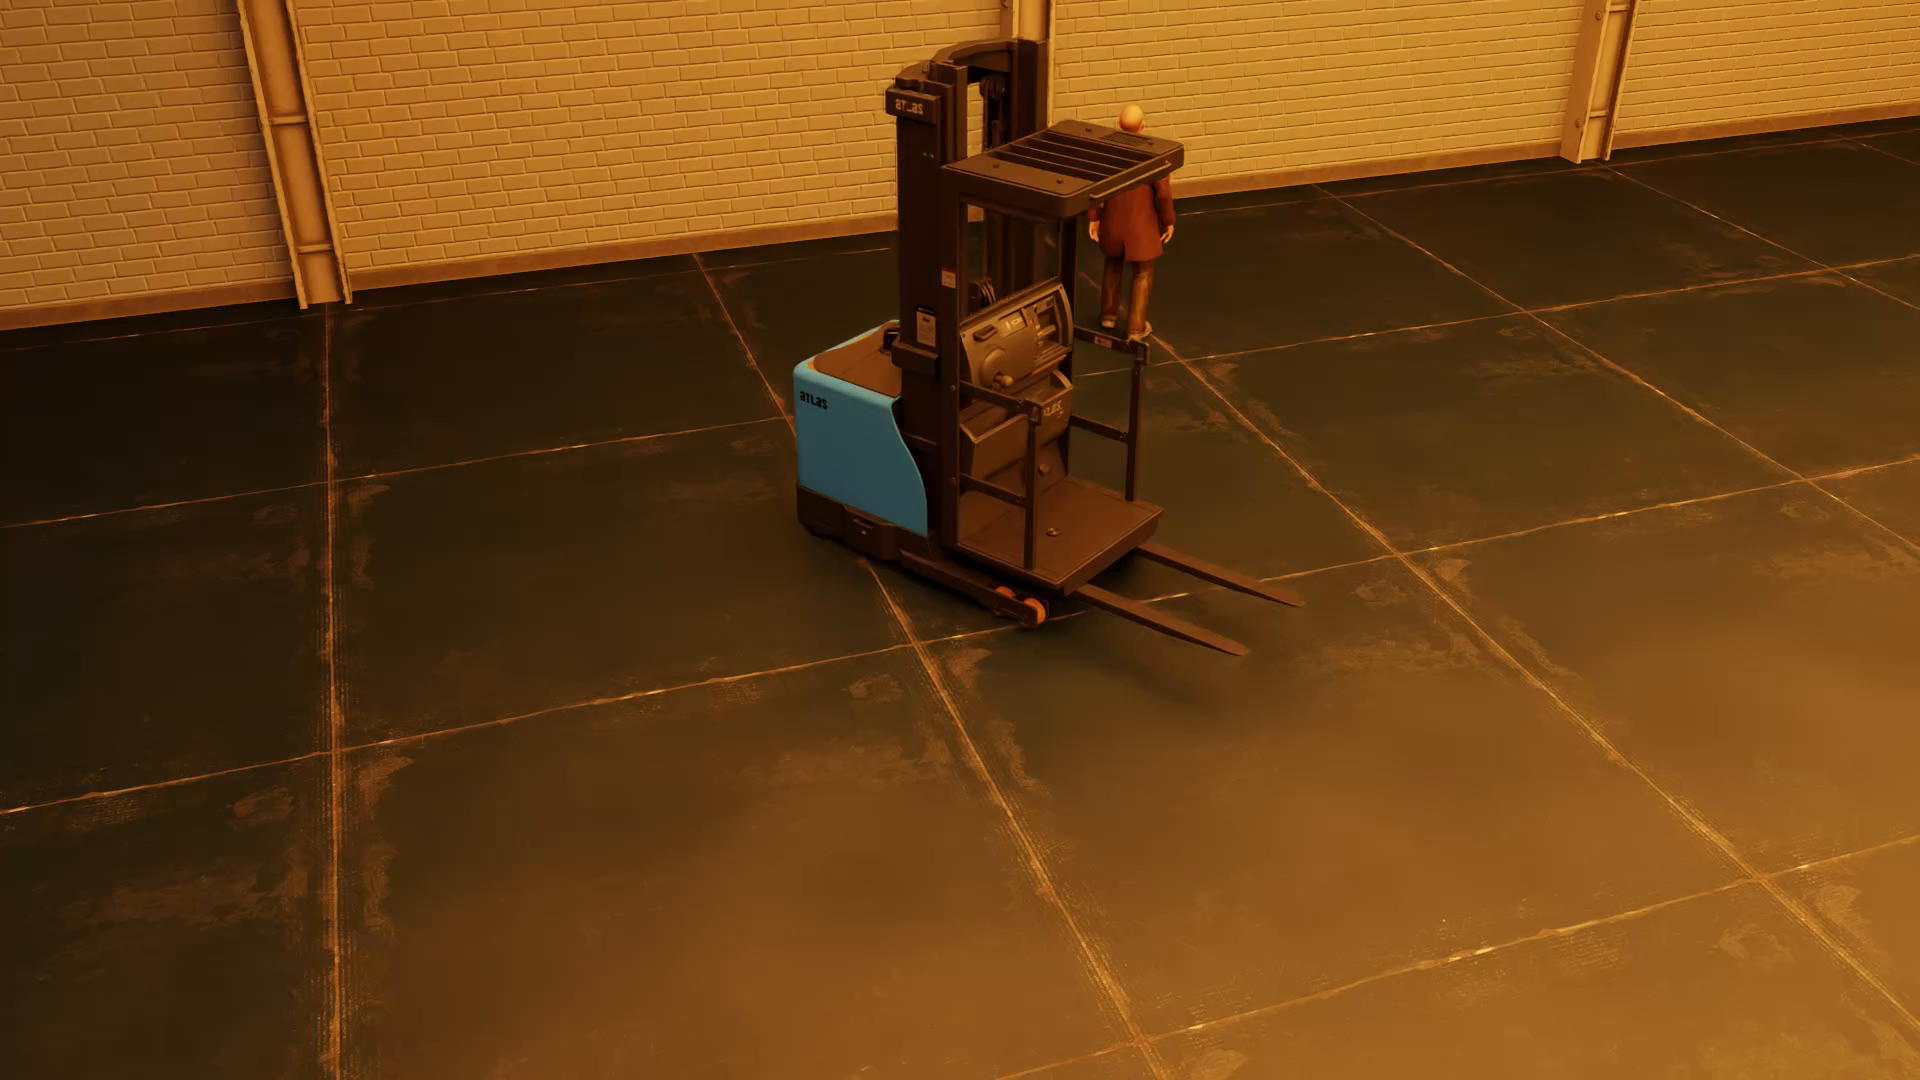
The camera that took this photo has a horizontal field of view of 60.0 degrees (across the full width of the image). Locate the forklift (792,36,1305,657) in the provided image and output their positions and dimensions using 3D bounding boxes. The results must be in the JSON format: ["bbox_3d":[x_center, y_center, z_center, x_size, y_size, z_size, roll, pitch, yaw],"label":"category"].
[{"bbox_3d":[0.479,-1.082,8.967,3.031,2.935,1.130,22,36,33],"label":"forklift"}]

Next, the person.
[{"bbox_3d":[1.292,-2.366,12.407,0.680,1.811,0.548,12,32,21],"label":"person"}]
